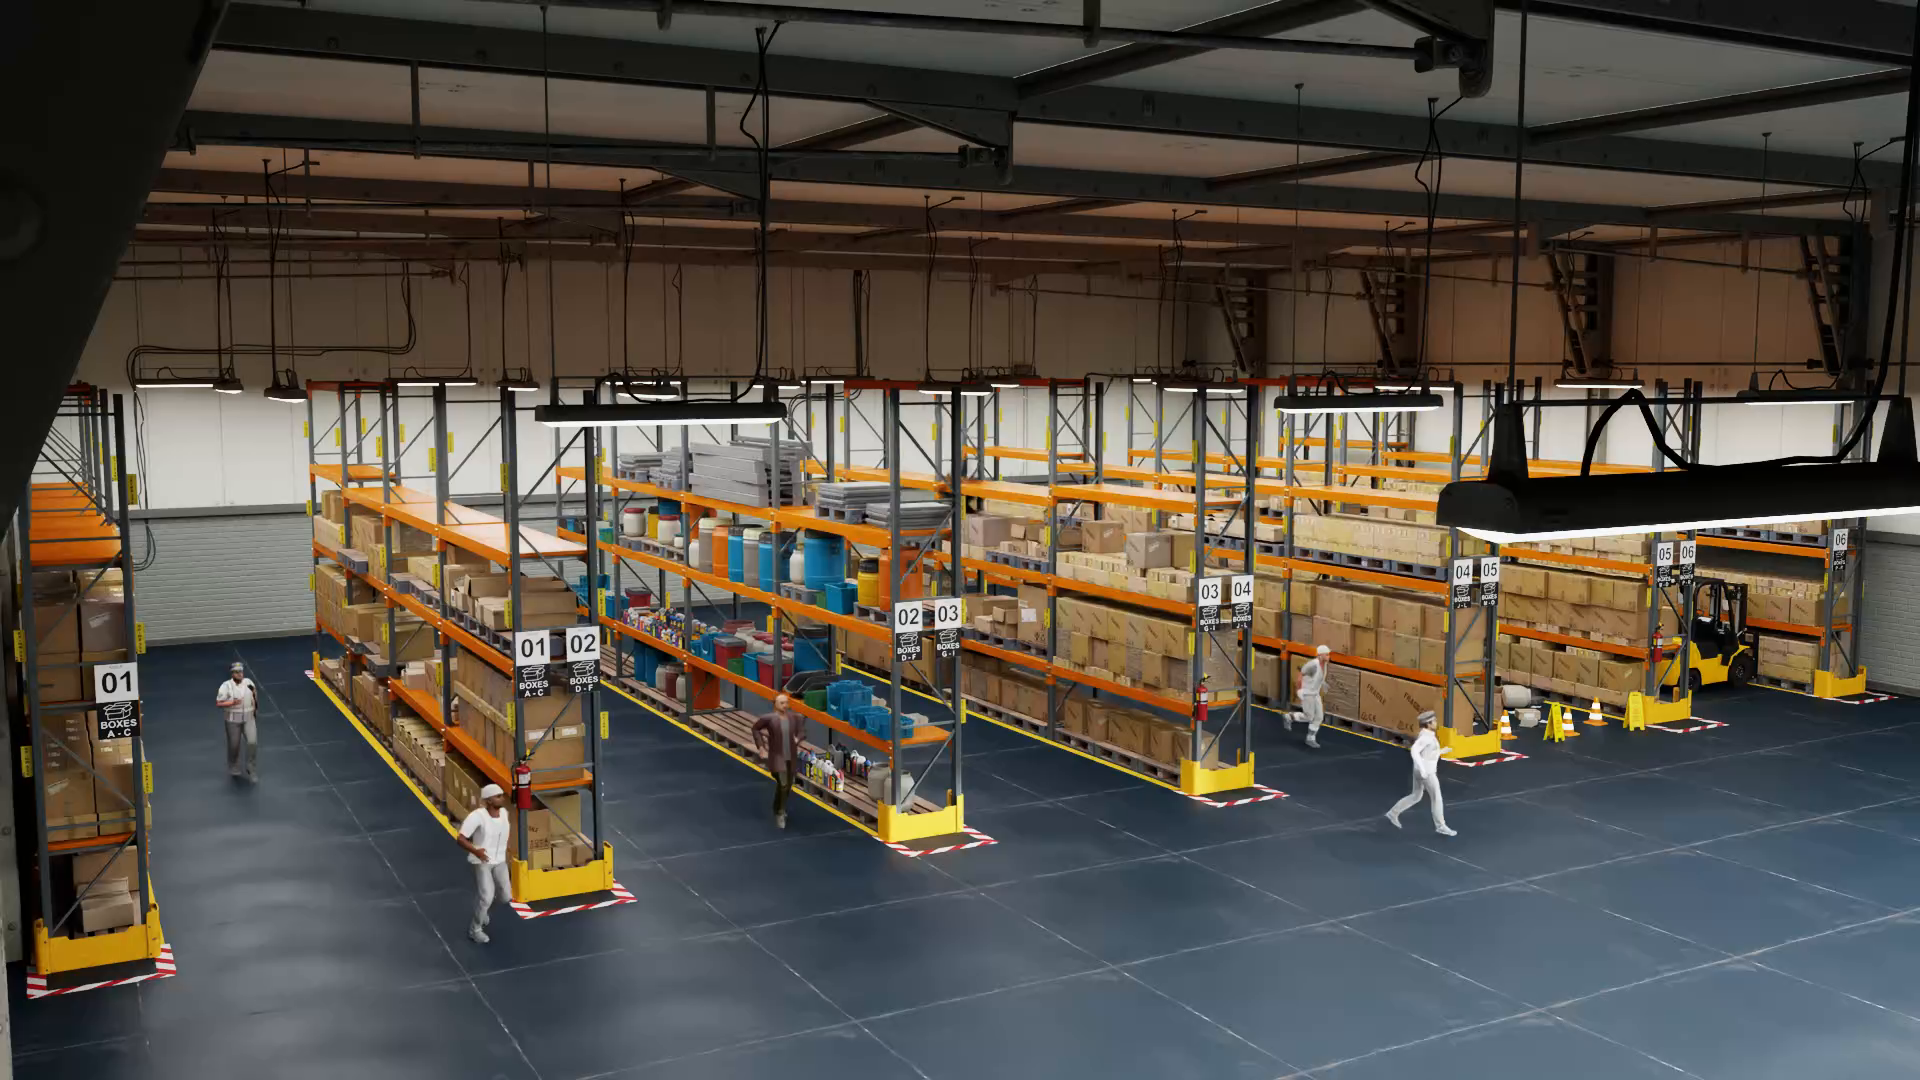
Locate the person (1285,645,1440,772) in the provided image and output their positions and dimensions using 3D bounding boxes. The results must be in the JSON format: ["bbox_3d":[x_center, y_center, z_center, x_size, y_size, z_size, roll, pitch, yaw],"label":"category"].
[{"bbox_3d":[5.980,2.805,25.004,4.306,1.644,4.567,5,8,38],"label":"person"}]

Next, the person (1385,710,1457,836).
[{"bbox_3d":[6.185,3.101,22.224,0.943,1.683,0.608,1,6,5],"label":"person"}]

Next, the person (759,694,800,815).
[{"bbox_3d":[-2.434,2.952,22.822,0.643,1.675,0.781,-4,7,-31],"label":"person"}]

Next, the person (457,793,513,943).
[{"bbox_3d":[-5.226,3.560,18.443,0.563,1.644,0.704,5,8,37],"label":"person"}]

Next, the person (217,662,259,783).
[{"bbox_3d":[-10.953,2.763,25.290,0.642,1.834,0.763,-5,8,-37],"label":"person"}]
